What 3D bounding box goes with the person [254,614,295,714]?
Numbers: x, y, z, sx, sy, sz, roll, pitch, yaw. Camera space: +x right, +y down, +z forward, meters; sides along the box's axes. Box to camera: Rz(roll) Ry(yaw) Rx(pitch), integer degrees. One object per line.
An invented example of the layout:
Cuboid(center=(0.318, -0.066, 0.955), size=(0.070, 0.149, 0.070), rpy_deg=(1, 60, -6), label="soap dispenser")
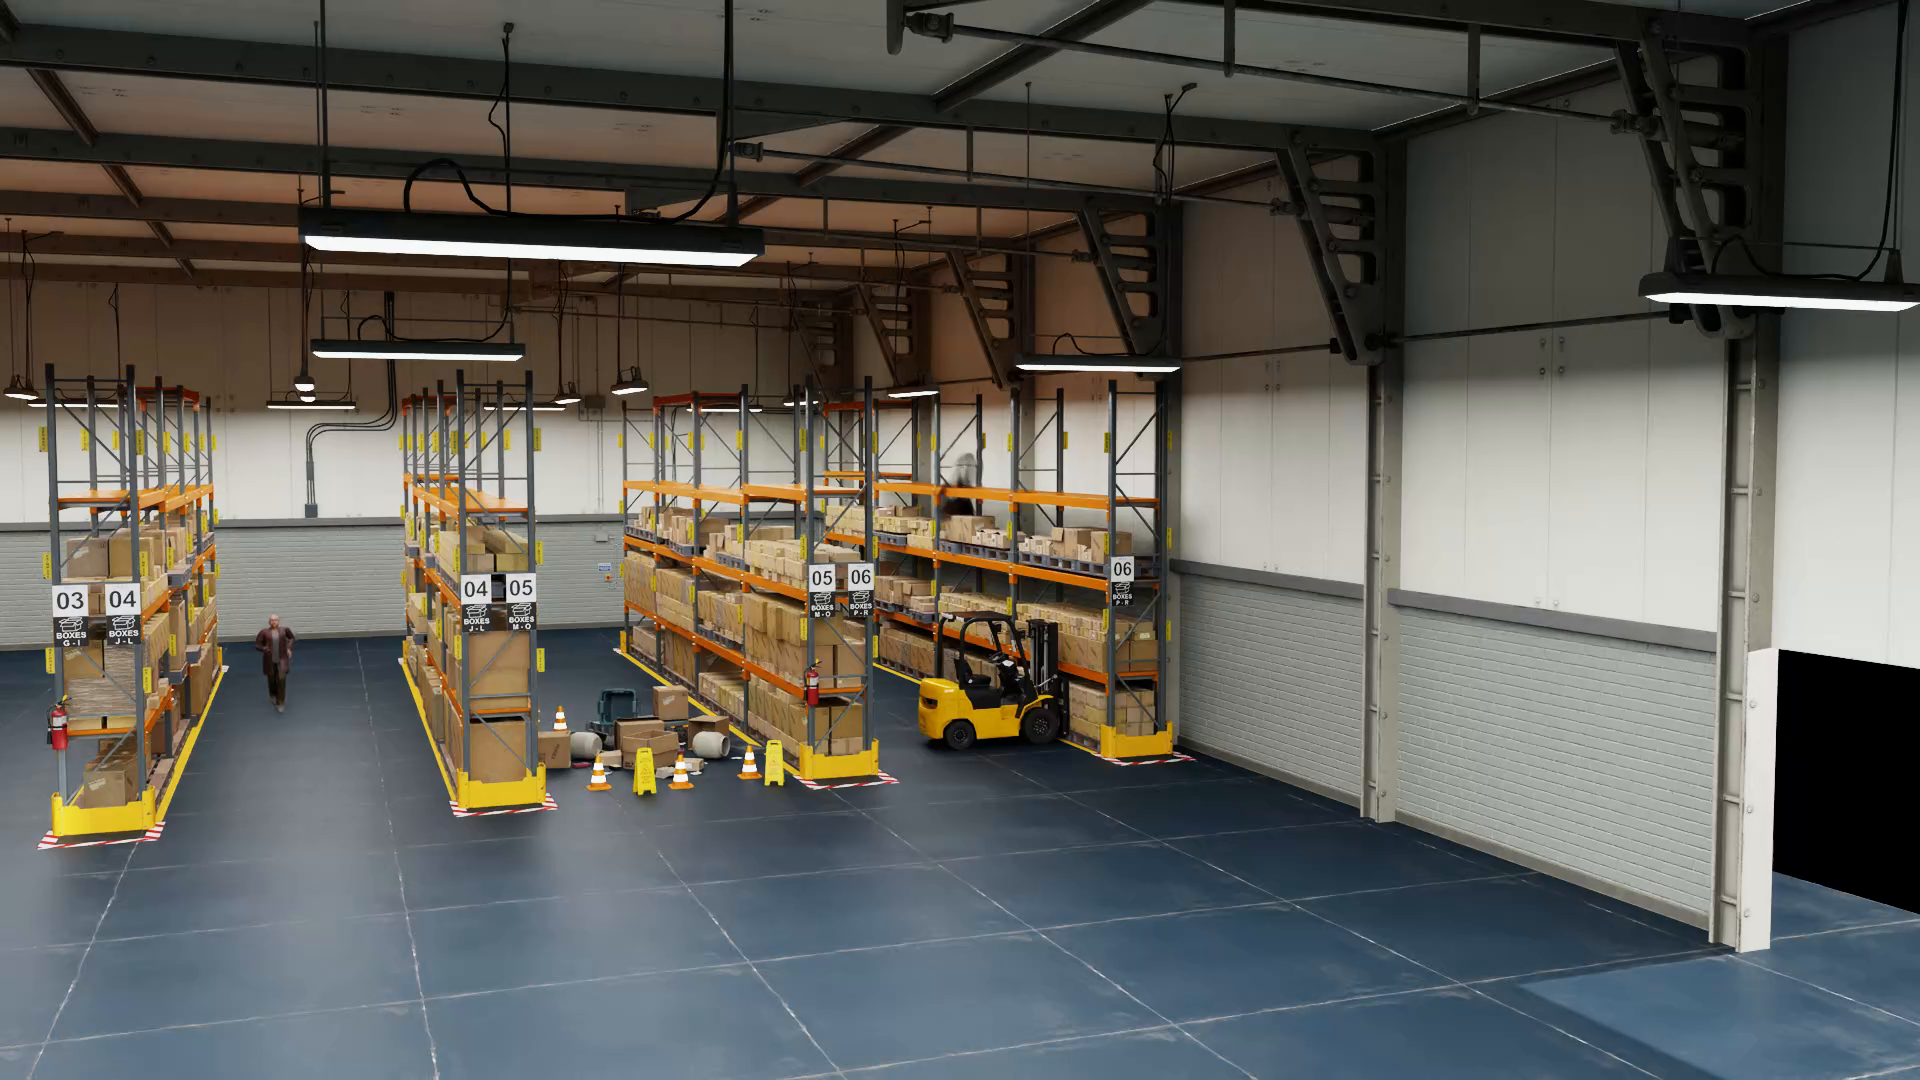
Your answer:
Cuboid(center=(-12.800, 2.286, 31.081), size=(0.707, 1.798, 1.049), rpy_deg=(-1, 4, -23), label="person")
